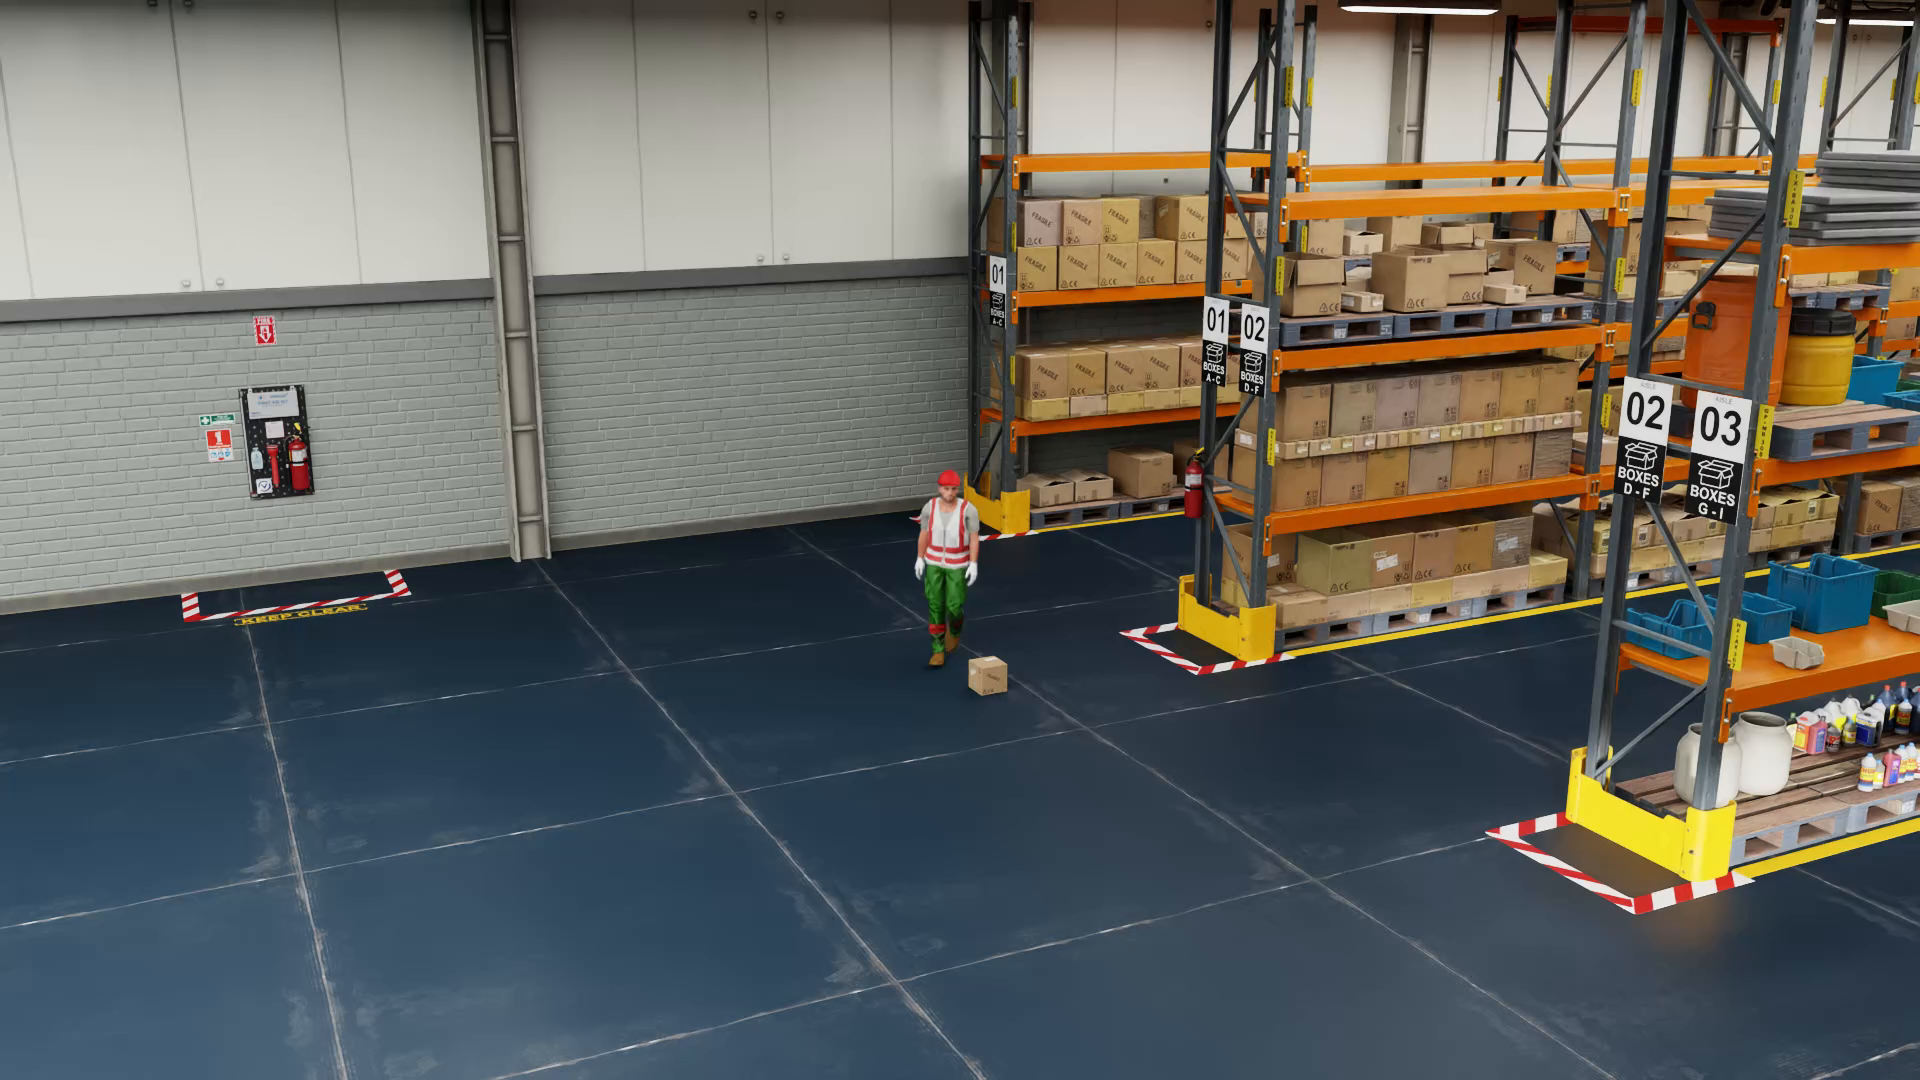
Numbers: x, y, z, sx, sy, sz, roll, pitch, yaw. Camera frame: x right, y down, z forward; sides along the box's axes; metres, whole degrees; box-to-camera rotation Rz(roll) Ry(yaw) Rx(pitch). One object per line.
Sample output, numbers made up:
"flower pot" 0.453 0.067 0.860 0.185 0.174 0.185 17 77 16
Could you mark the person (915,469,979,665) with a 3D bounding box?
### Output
"person" -0.123 0.222 14.961 0.604 1.784 0.570 3 15 12
